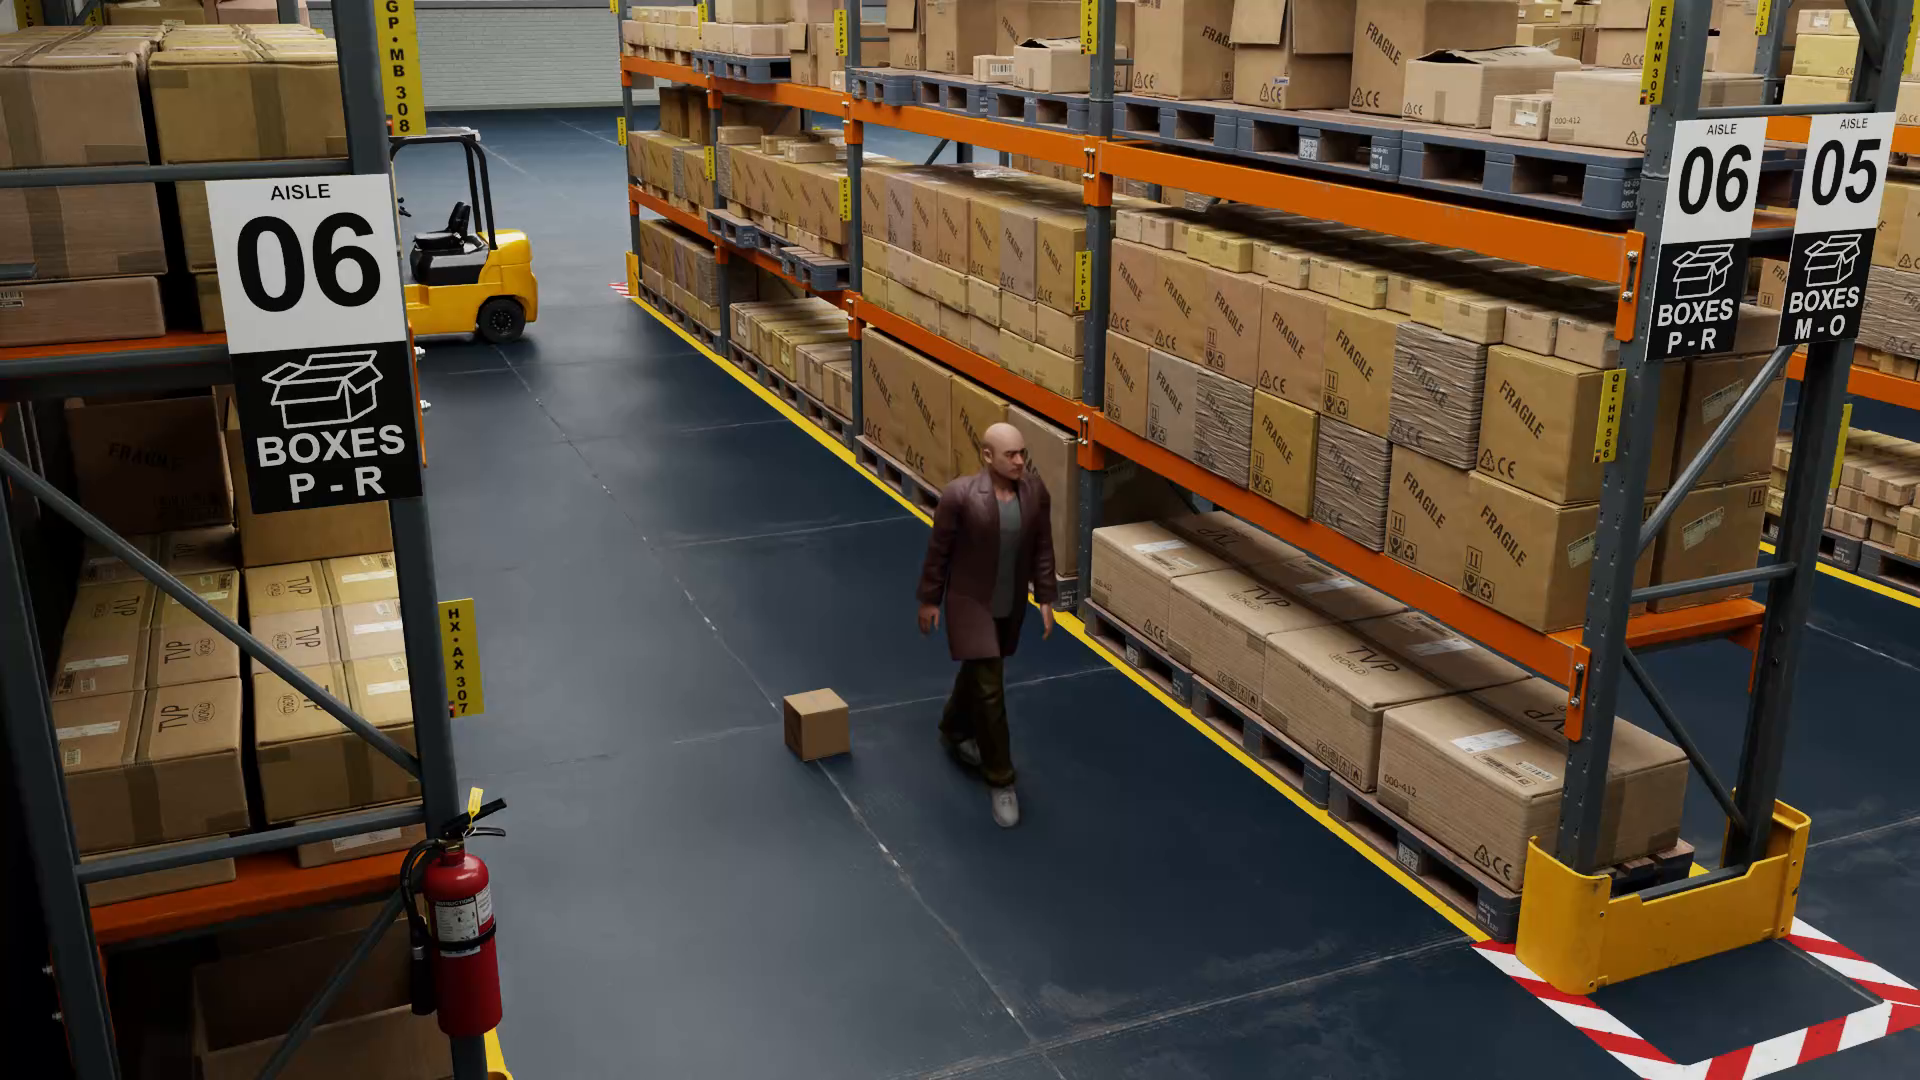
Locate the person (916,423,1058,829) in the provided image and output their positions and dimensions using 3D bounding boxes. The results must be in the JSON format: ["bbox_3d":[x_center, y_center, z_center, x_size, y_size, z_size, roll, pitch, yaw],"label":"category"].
[{"bbox_3d":[0.164,0.316,7.647,0.608,1.769,0.887,-12,22,-32],"label":"person"}]
